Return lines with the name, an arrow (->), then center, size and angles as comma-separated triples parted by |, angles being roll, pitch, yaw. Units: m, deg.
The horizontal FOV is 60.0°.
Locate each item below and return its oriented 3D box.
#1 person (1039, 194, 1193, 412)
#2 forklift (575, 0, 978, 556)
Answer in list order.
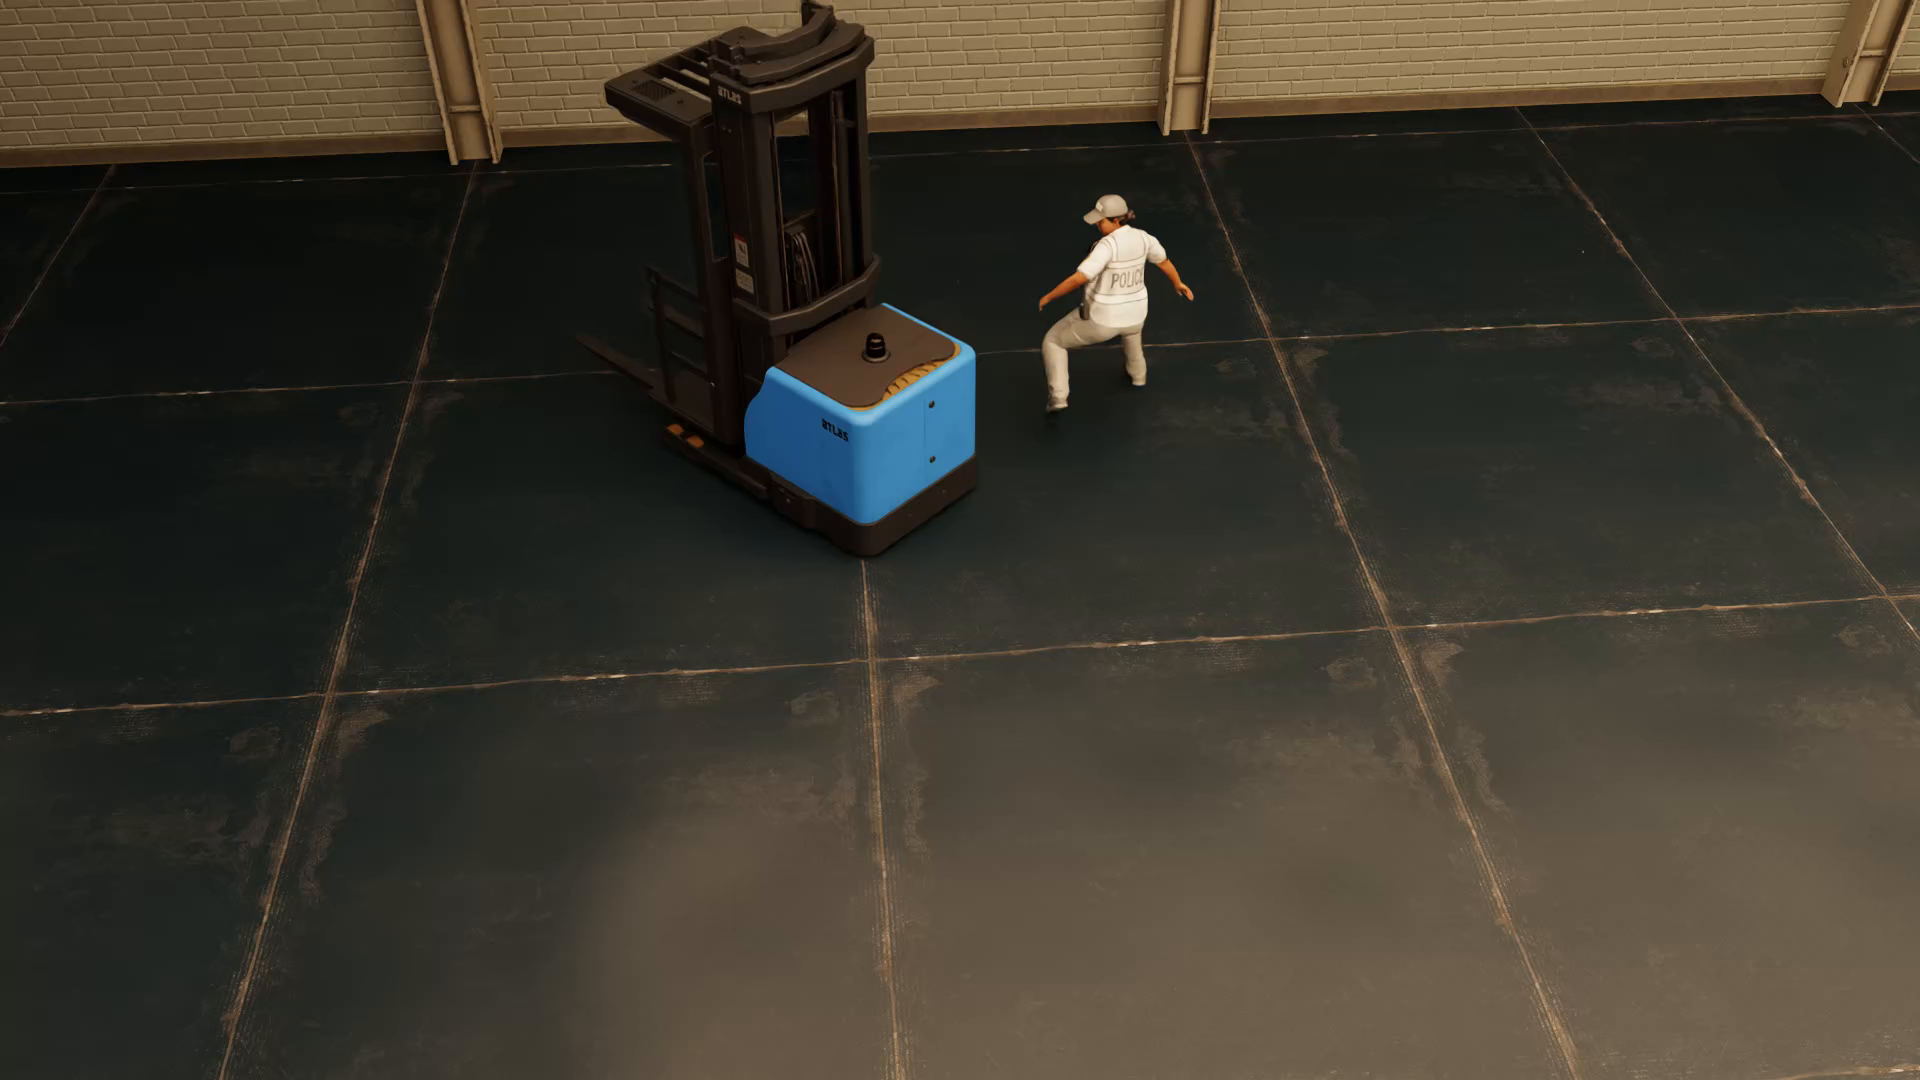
person -> 1.008, -1.527, 10.869 | 1.102, 1.565, 0.502 | -19, 44, -21
forklift -> -1.321, -1.848, 10.099 | 3.031, 2.935, 1.130 | 30, 49, 31
